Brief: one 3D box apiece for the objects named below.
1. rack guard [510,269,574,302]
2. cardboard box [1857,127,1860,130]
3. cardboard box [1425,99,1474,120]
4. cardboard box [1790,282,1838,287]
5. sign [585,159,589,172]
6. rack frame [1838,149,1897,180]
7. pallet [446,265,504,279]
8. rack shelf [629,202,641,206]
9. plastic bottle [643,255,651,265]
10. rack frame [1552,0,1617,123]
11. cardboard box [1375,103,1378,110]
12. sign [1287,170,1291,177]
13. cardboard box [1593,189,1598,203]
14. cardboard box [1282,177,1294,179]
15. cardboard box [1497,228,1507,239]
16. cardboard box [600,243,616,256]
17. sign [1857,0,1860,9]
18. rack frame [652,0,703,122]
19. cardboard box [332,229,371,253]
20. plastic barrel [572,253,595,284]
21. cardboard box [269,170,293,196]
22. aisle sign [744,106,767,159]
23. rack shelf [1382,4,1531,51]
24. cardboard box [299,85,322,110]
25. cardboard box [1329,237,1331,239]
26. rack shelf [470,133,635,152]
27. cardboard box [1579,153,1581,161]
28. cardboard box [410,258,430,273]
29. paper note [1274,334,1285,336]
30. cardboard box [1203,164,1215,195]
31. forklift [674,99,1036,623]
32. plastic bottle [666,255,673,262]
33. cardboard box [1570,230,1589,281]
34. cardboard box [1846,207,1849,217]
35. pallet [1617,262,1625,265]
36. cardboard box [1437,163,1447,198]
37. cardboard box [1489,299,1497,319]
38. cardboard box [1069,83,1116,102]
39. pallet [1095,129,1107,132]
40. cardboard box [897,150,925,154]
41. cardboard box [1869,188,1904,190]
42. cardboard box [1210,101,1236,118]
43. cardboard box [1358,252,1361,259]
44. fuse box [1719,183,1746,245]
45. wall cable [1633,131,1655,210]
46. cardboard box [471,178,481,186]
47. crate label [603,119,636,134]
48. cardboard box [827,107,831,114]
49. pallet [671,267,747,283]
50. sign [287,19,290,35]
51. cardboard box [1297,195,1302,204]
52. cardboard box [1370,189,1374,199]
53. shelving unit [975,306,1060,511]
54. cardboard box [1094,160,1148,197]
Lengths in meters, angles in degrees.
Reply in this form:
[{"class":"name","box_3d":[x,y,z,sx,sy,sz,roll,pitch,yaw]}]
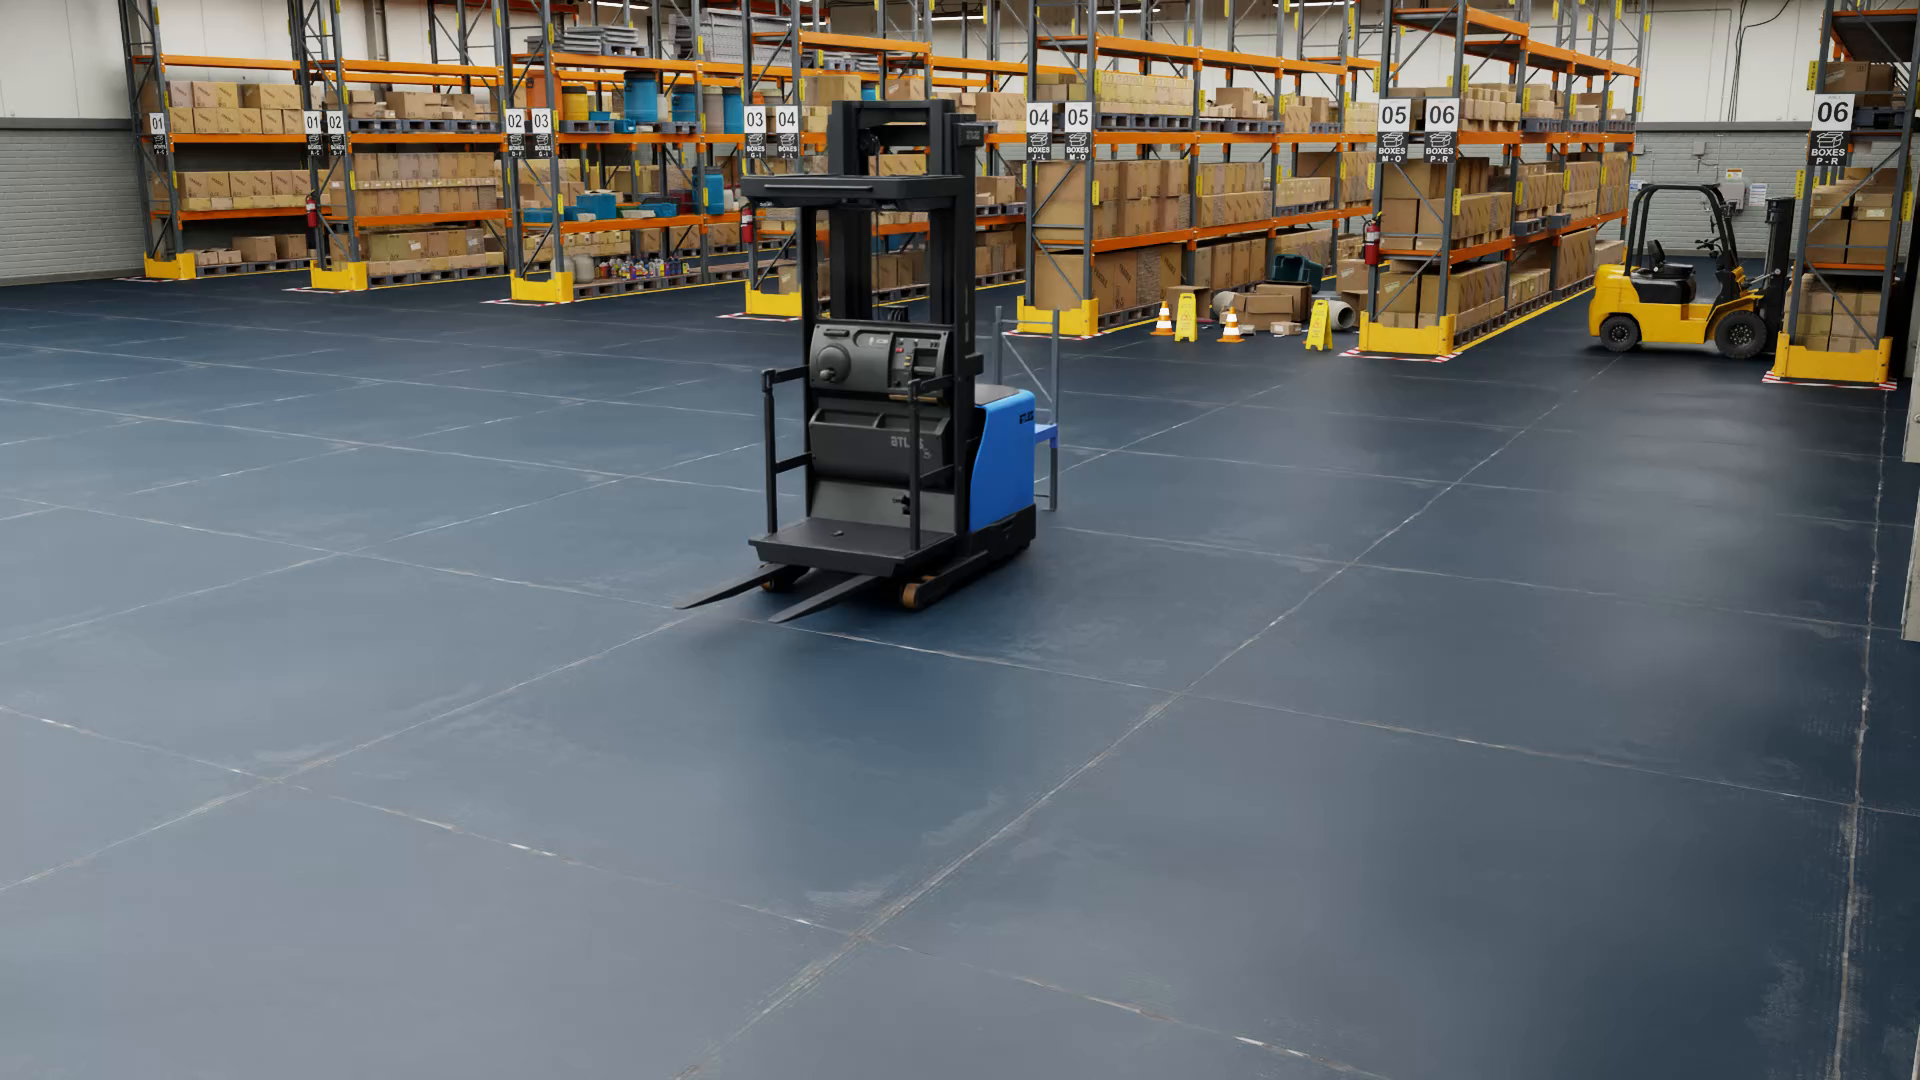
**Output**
[{"class":"rack guard","box_3d":[-7.223,-4.402,28.726,1.175,0.500,0.348,7,15,28]},{"class":"cardboard box","box_3d":[14.042,-6.510,26.056,0.500,0.250,0.500,7,15,26]},{"class":"cardboard box","box_3d":[6.268,-5.515,21.295,0.500,0.250,0.500,7,15,27]},{"class":"cardboard box","box_3d":[10.565,-3.044,20.597,0.500,0.250,0.500,8,16,29]},{"class":"sign","box_3d":[-9.611,-9.645,42.841,0.100,0.325,0.005,7,15,28]},{"class":"rack frame","box_3d":[15.940,-5.813,29.243,1.000,3.000,0.127,7,15,28]},{"class":"pallet","box_3d":[-10.041,-5.465,33.751,1.003,0.211,1.213,7,15,28]},{"class":"rack shelf","box_3d":[-6.719,-7.860,39.271,1.077,0.370,4.000,7,15,28]},{"class":"plastic bottle","box_3d":[-5.912,-5.208,31.449,0.144,0.351,0.185,7,15,28]},{"class":"rack frame","box_3d":[11.593,-9.291,30.870,1.000,3.000,0.127,7,15,28]},{"class":"cardboard box","box_3d":[8.705,-9.252,35.511,0.380,0.149,0.250,7,15,27]},{"class":"sign","box_3d":[6.732,-7.395,33.960,0.100,0.325,0.005,7,15,28]},{"class":"cardboard box","box_3d":[11.593,-6.426,31.042,0.500,0.250,0.500,7,15,28]},{"class":"cardboard box","box_3d":[6.489,-7.199,33.364,0.380,0.149,0.250,8,16,30]},{"class":"cardboard box","box_3d":[7.723,-4.458,24.162,0.380,0.149,0.250,8,16,29]},{"class":"cardboard box","box_3d":[-7.973,-6.425,36.755,0.500,0.250,0.500,7,15,27]},{"class":"sign","box_3d":[15.474,-9.287,28.692,0.100,0.325,0.005,7,15,28]},{"class":"rack frame","box_3d":[-5.285,-9.333,31.047,1.000,3.000,0.127,7,15,28]},{"class":"cardboard box","box_3d":[-13.616,-6.691,37.281,0.700,0.500,0.500,8,16,30]},{"class":"plastic barrel","box_3d":[-6.725,-4.837,29.611,0.421,0.512,0.421,0,14,0]},{"class":"cardboard box","box_3d":[-14.405,-7.503,34.934,0.500,0.500,0.500,7,15,26]},{"class":"aisle sign","box_3d":[-3.176,-6.320,25.802,0.394,0.787,0.004,7,15,28]},{"class":"rack shelf","box_3d":[6.759,-6.888,22.444,1.077,0.370,4.000,7,15,28]},{"class":"cardboard box","box_3d":[-13.962,-9.408,35.369,0.500,0.500,0.500,6,15,23]},{"class":"cardboard box","box_3d":[7.721,-6.400,35.598,0.380,0.149,0.250,7,15,26]},{"class":"rack shelf","box_3d":[-8.653,-8.498,35.516,1.077,0.370,4.000,7,15,28]},{"class":"cardboard box","box_3d":[11.815,-7.415,32.161,0.380,0.149,0.250,7,15,28]},{"class":"cardboard box","box_3d":[-10.619,-5.316,32.154,0.500,0.250,0.500,7,15,28]},{"class":"paper note","box_3d":[4.506,-2.888,23.449,0.148,0.019,0.142,2,14,9]},{"class":"cardboard box","box_3d":[3.825,-6.016,27.740,0.700,0.500,0.500,7,15,27]},{"class":"forklift","box_3d":[-0.590,-1.126,9.949,1.130,2.935,3.031,7,15,26]},{"class":"plastic bottle","box_3d":[-5.470,-5.194,31.393,0.144,0.351,0.185,7,15,28]},{"class":"cardboard box","box_3d":[10.933,-5.223,30.435,0.875,0.875,0.875,8,16,30]},{"class":"cardboard box","box_3d":[10.468,-3.969,19.999,0.380,0.149,0.250,7,15,28]},{"class":"pallet","box_3d":[13.209,-5.666,34.587,1.003,0.211,1.213,7,15,28]},{"class":"cardboard box","box_3d":[6.099,-4.824,22.162,0.700,0.500,0.500,8,15,29]},{"class":"cardboard box","box_3d":[7.426,-3.338,23.951,0.500,0.250,0.500,7,15,27]},{"class":"cardboard box","box_3d":[1.868,-6.305,23.461,0.500,0.250,0.500,7,15,28]},{"class":"pallet","box_3d":[2.518,-8.668,35.098,0.805,0.209,1.217,7,15,26]},{"class":"cardboard box","box_3d":[-0.443,-6.499,29.913,1.000,1.000,1.000,7,15,28]},{"class":"cardboard box","box_3d":[11.700,-4.368,21.020,0.380,0.149,0.250,7,15,27]},{"class":"cardboard box","box_3d":[4.434,-7.278,28.101,0.396,0.266,0.258,7,15,28]},{"class":"cardboard box","box_3d":[8.508,-6.147,35.819,0.380,0.149,0.250,8,16,29]},{"class":"fuse box","box_3d":[18.001,-7.460,38.826,0.539,1.711,0.414,7,15,28]},{"class":"wall cable","box_3d":[16.232,-8.863,39.664,0.585,1.953,0.123,7,15,28]},{"class":"cardboard box","box_3d":[-9.809,-7.158,33.227,0.380,0.149,0.250,7,15,26]},{"class":"crate label","box_3d":[-6.025,-7.329,29.449,0.502,0.251,0.408,7,15,28]},{"class":"cardboard box","box_3d":[-2.129,-6.800,26.409,0.380,0.149,0.250,8,16,30]},{"class":"pallet","box_3d":[-4.940,-5.227,32.763,1.003,0.211,1.213,7,15,28]},{"class":"sign","box_3d":[-14.446,-11.048,35.830,0.100,0.325,0.005,7,15,28]},{"class":"cardboard box","box_3d":[6.310,-6.517,31.805,0.380,0.149,0.250,8,16,29]},{"class":"cardboard box","box_3d":[8.663,-7.597,35.795,0.500,0.500,0.500,7,15,28]},{"class":"shelving unit","box_3d":[0.269,-0.867,11.932,0.538,1.500,1.048,7,15,26]},{"class":"cardboard box","box_3d":[2.340,-5.468,25.191,0.875,0.550,0.500,7,15,28]}]
